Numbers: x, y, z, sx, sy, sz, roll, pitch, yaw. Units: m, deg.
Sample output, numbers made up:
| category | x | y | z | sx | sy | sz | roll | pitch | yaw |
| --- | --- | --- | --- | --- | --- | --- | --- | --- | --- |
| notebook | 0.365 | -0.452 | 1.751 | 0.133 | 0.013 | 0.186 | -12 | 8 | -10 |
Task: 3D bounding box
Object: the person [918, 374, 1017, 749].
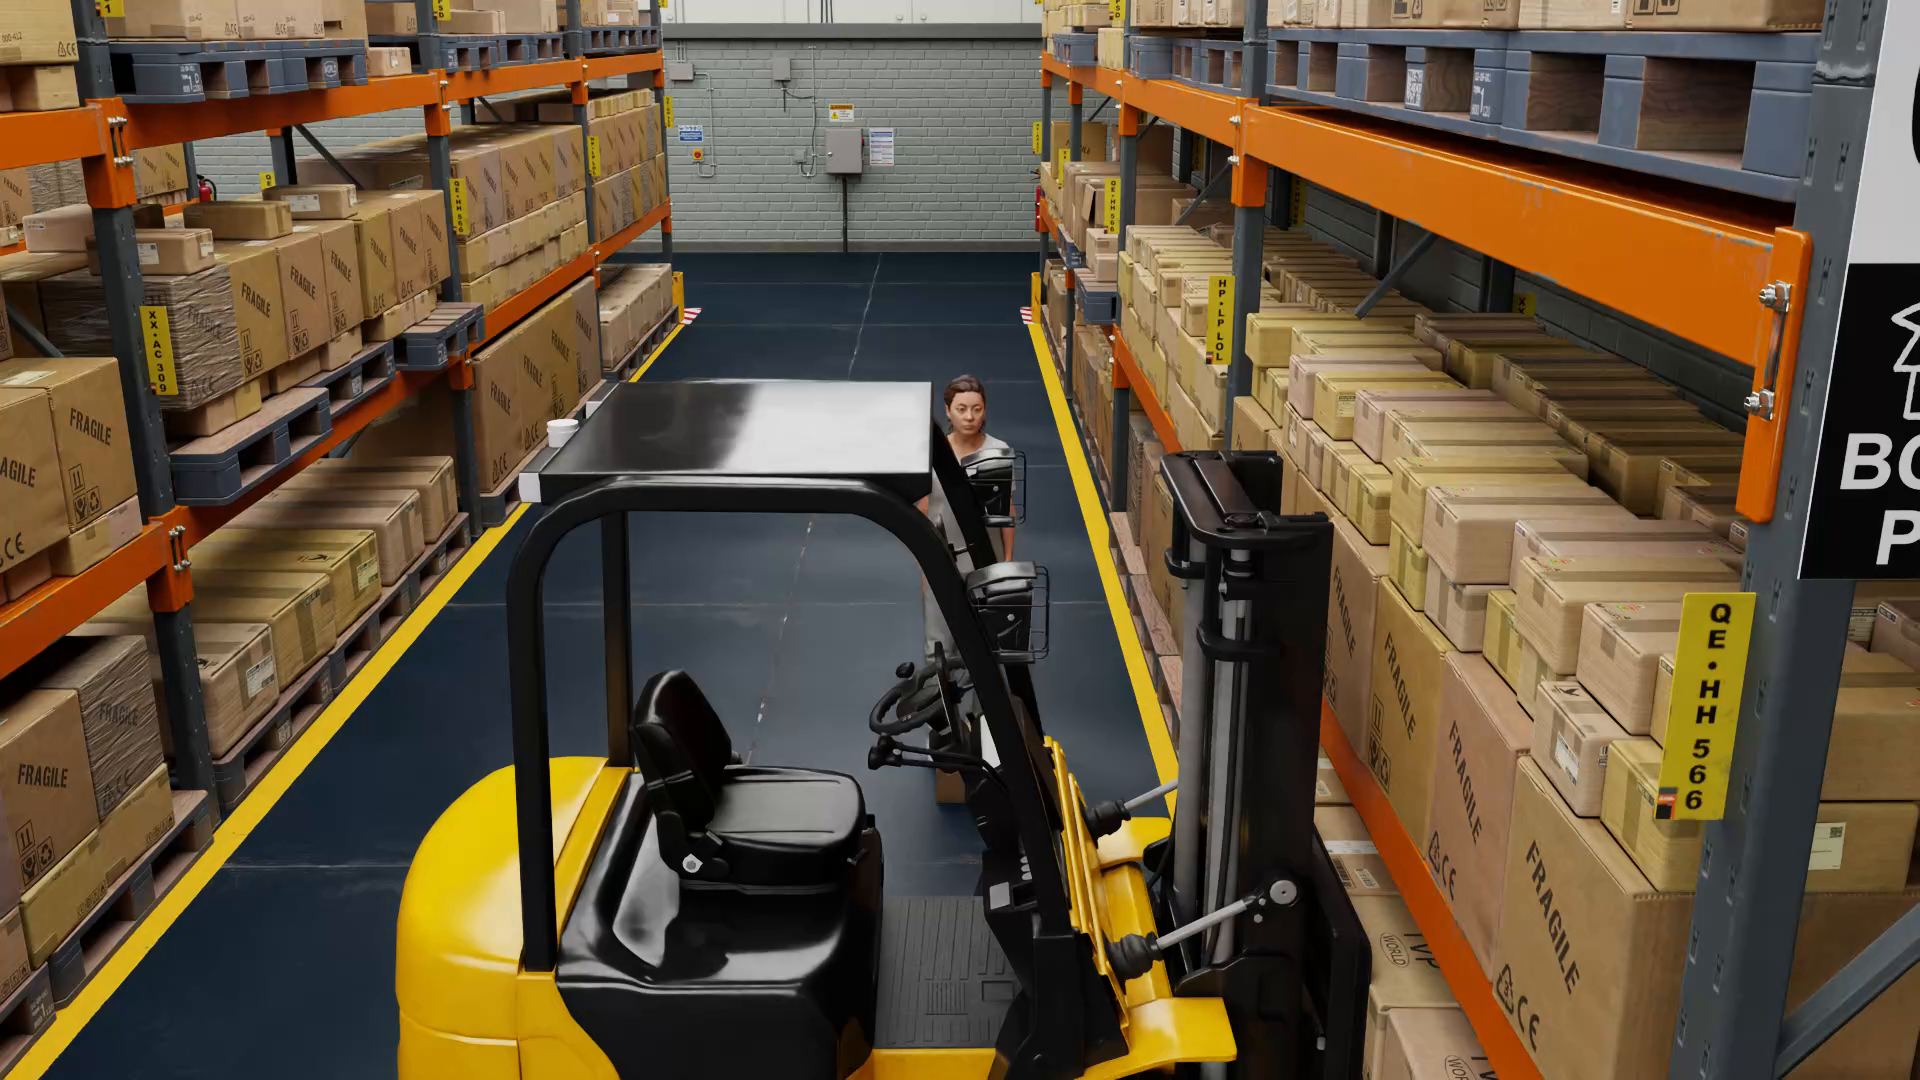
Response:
| category | x | y | z | sx | sy | sz | roll | pitch | yaw |
| --- | --- | --- | --- | --- | --- | --- | --- | --- | --- |
| person | 0.024 | 0.126 | 7.194 | 0.436 | 1.690 | 0.377 | 0 | 17 | 1 |
